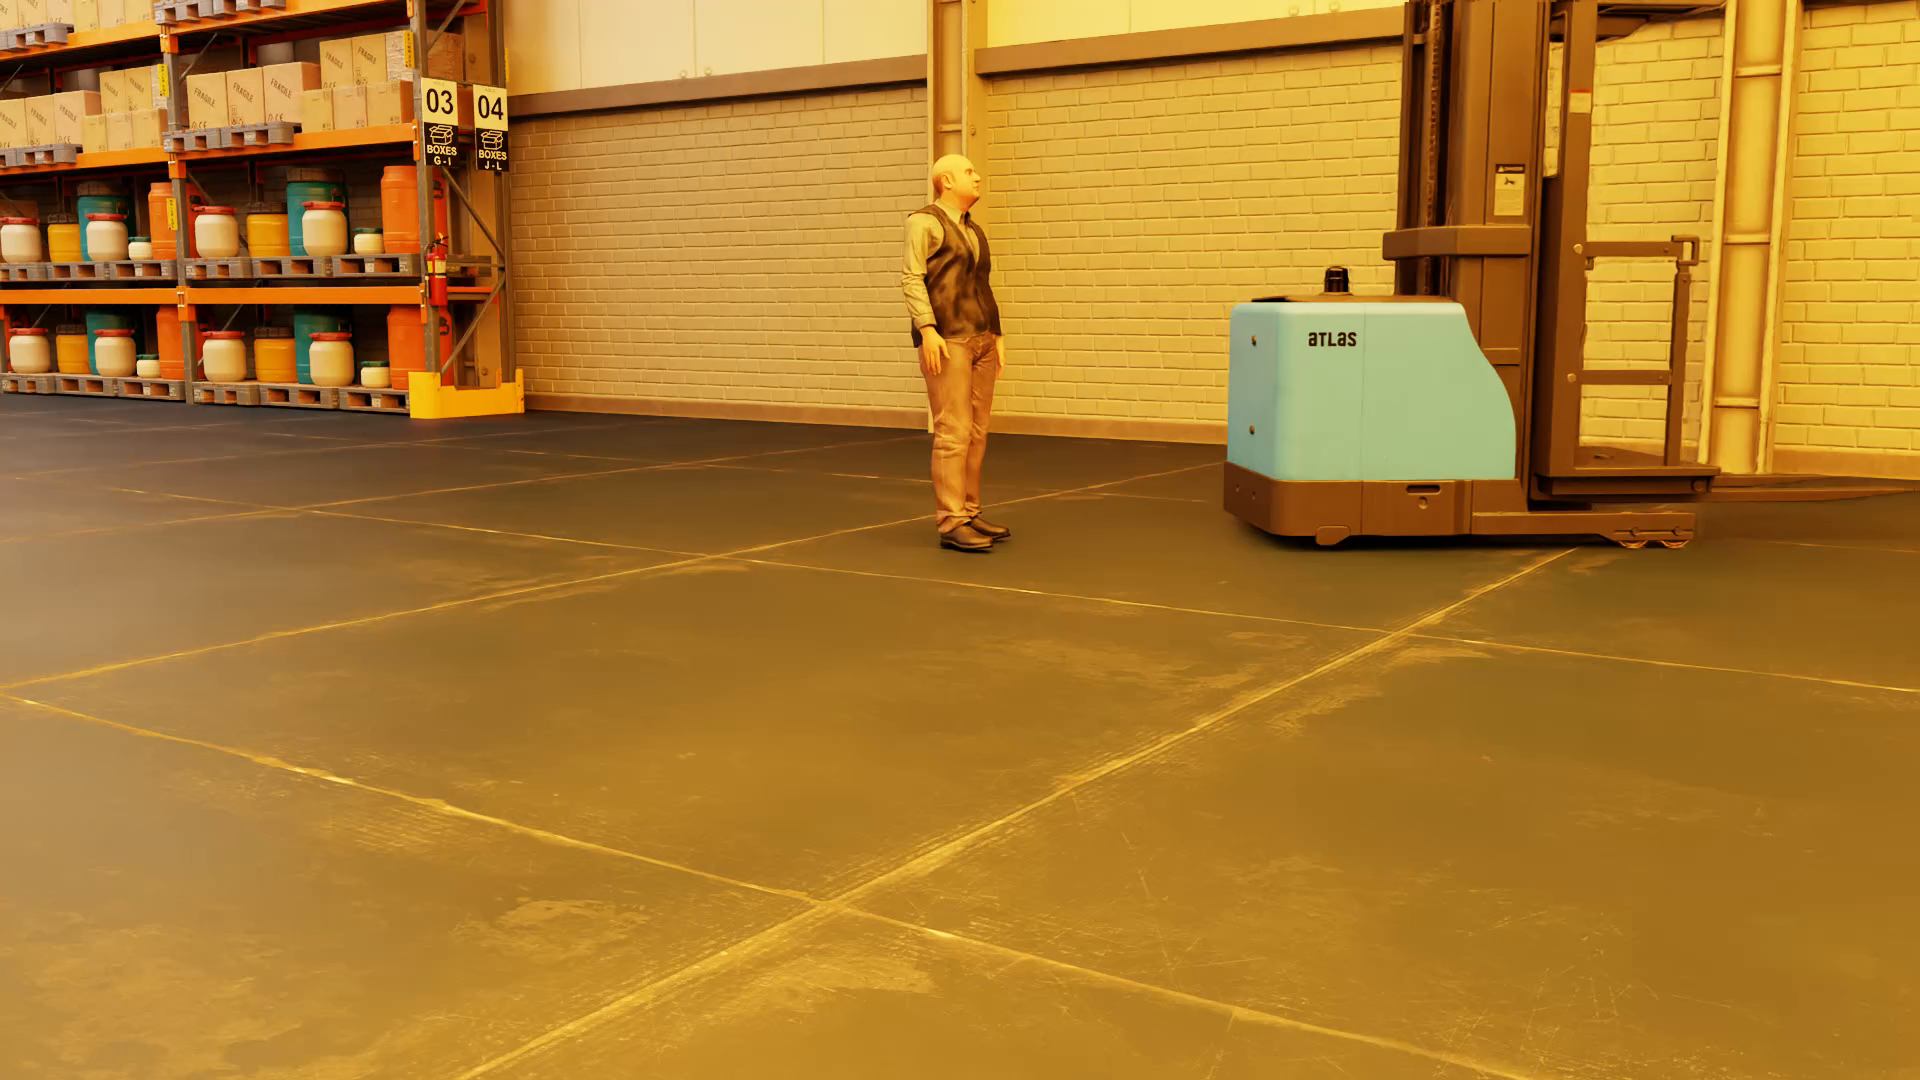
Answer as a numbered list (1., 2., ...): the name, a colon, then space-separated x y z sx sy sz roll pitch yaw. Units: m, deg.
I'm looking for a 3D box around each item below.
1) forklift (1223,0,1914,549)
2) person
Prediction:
1. forklift: 2.832 -1.486 7.641 3.031 2.935 1.130 -1 8 -5
2. person: 0.047 -0.854 7.441 0.568 1.720 0.632 5 10 34
